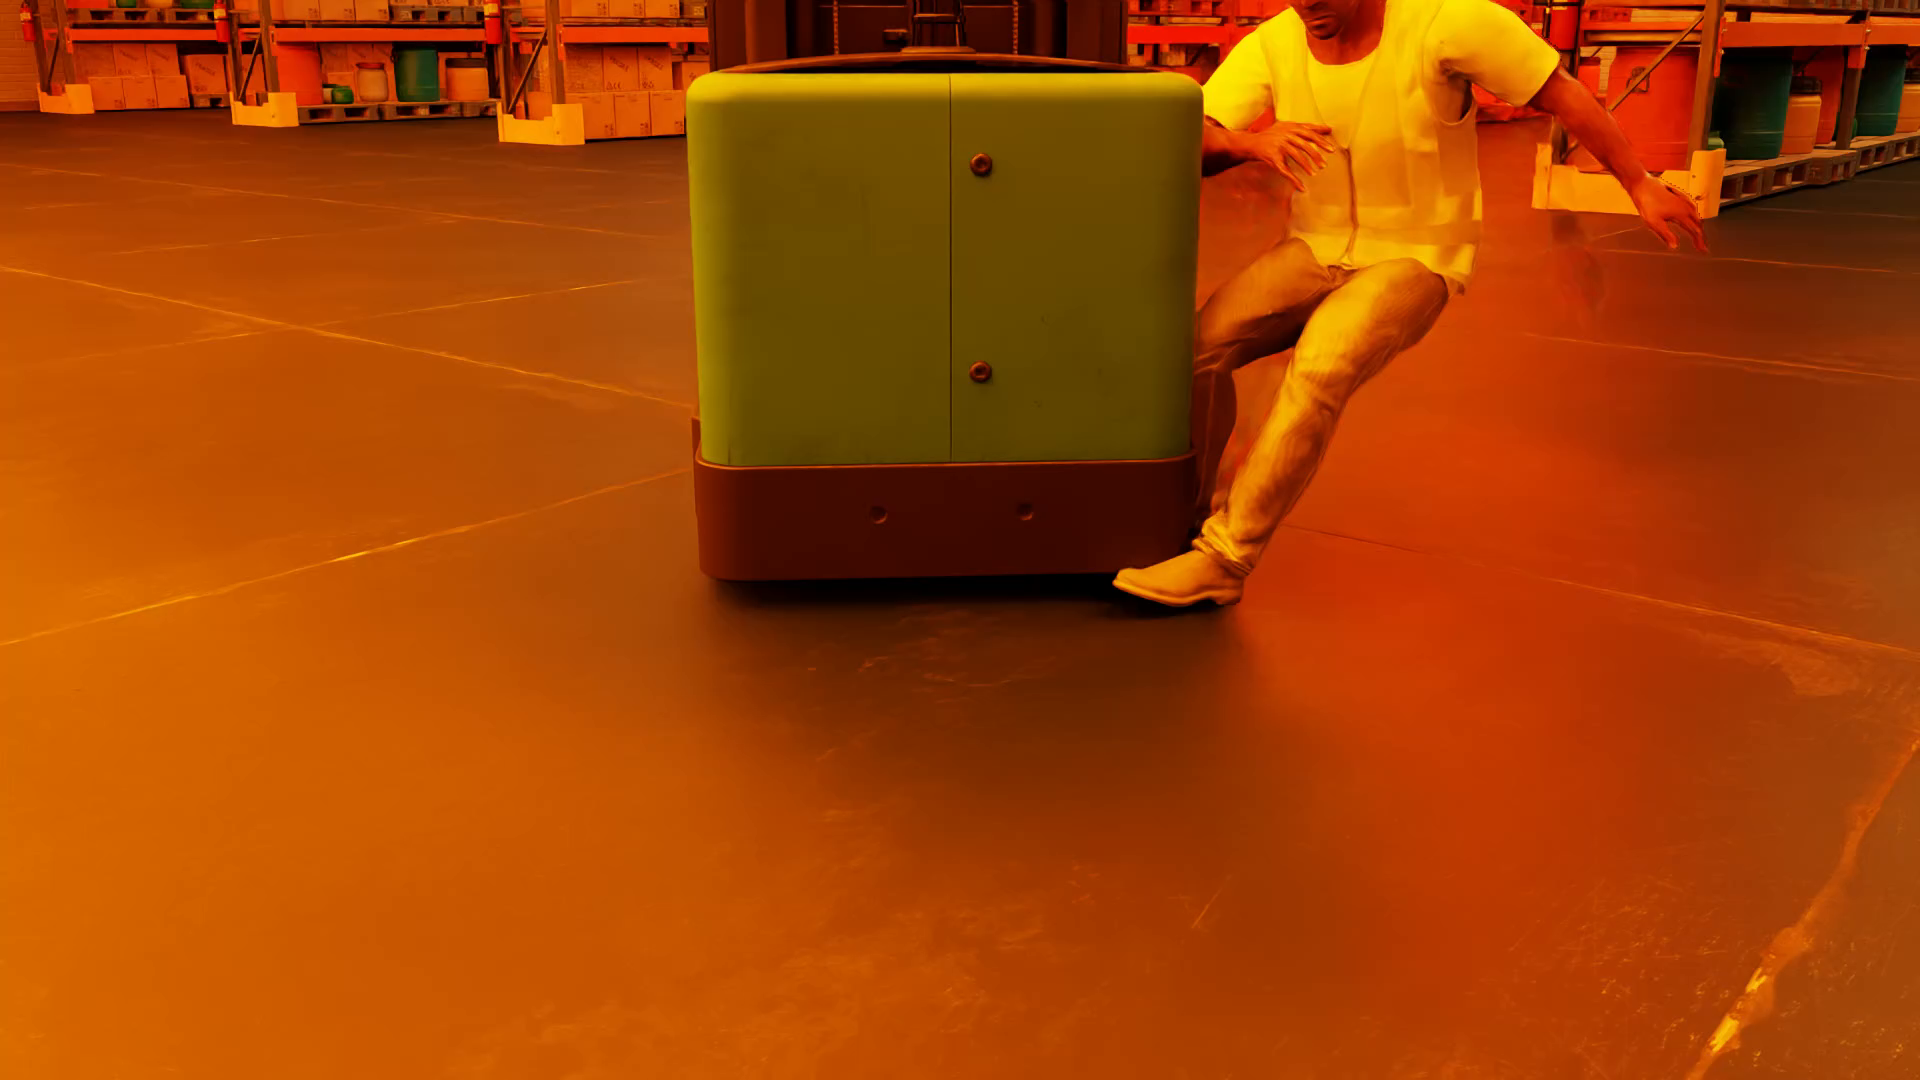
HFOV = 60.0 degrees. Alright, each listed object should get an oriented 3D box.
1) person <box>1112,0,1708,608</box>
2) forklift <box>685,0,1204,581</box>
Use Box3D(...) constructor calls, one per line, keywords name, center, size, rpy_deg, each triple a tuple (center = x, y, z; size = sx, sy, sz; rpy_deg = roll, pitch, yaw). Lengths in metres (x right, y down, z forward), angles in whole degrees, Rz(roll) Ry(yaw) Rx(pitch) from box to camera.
Box3D(name="person", center=(0.835, -0.567, 3.411), size=(1.100, 1.489, 0.949), rpy_deg=(13, 21, 36))
Box3D(name="forklift", center=(-0.127, -1.696, 4.482), size=(1.130, 2.935, 3.031), rpy_deg=(-1, 17, -4))
